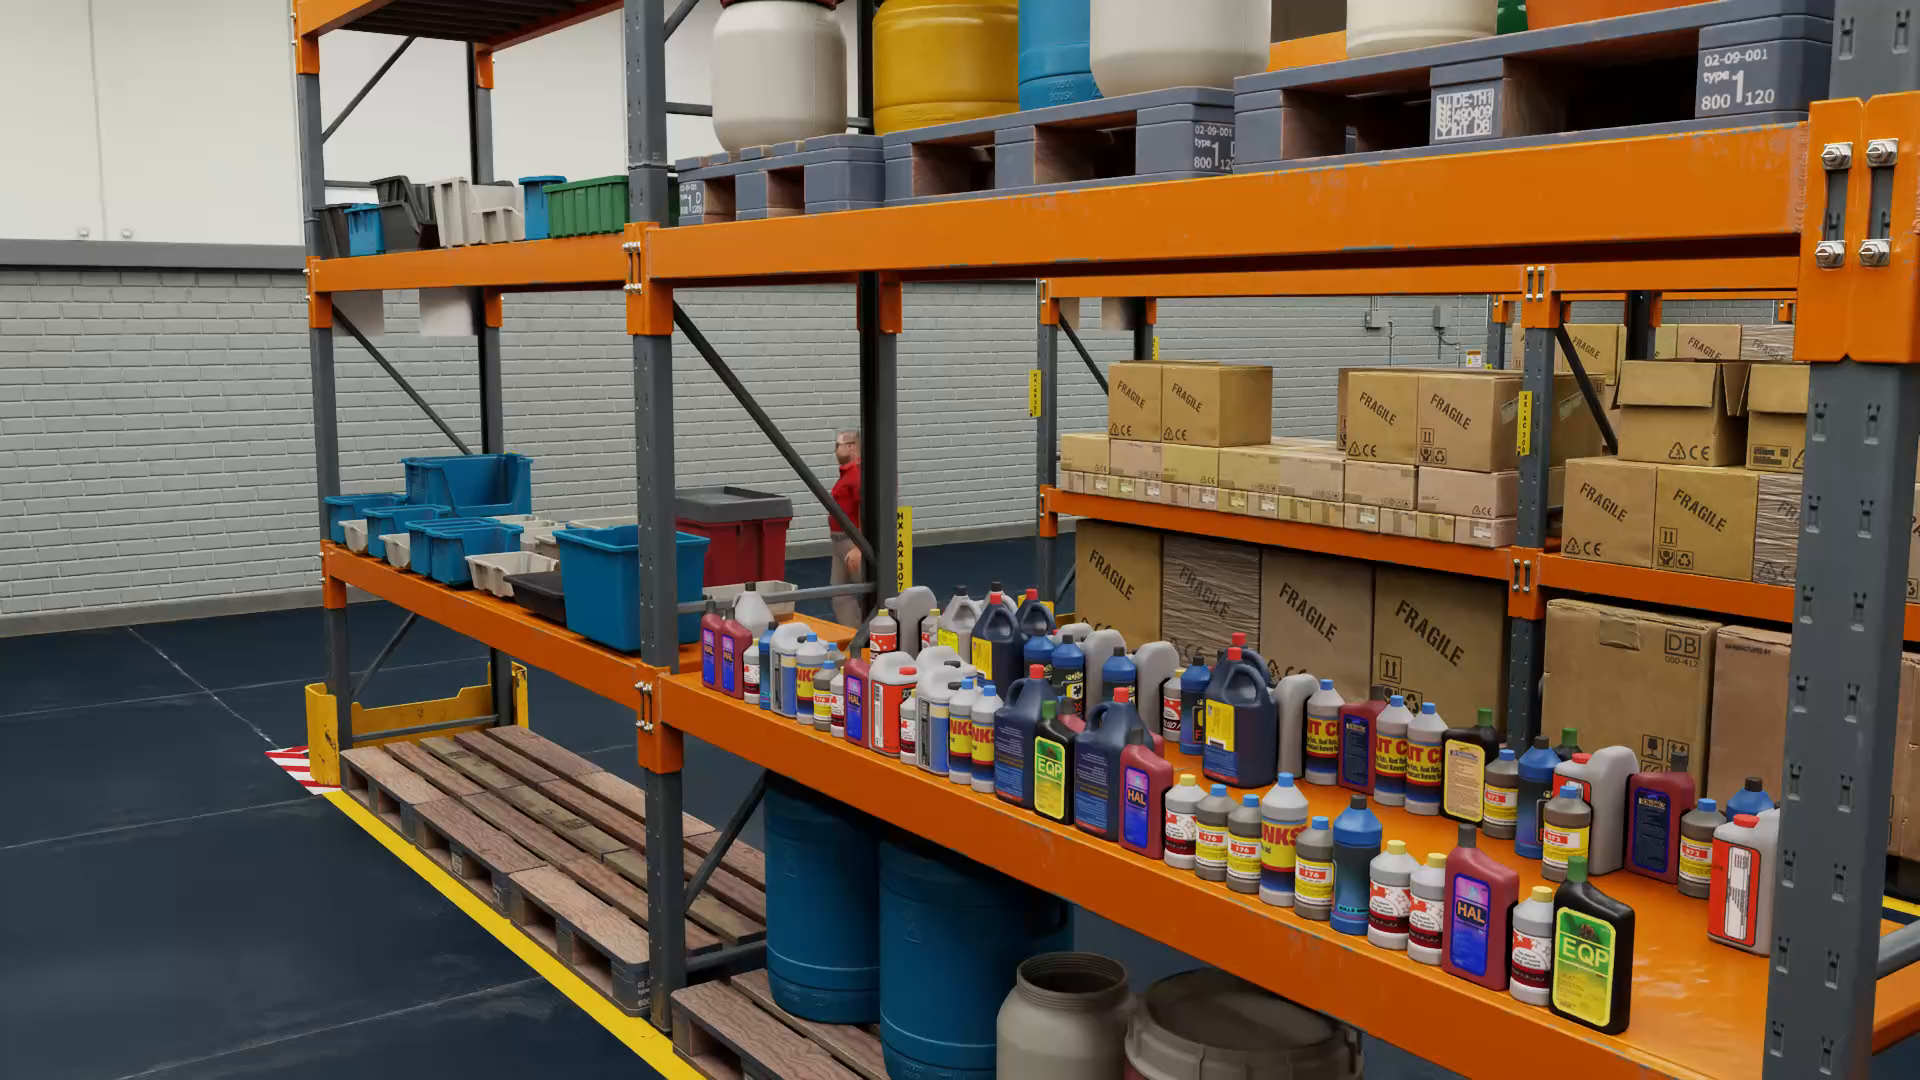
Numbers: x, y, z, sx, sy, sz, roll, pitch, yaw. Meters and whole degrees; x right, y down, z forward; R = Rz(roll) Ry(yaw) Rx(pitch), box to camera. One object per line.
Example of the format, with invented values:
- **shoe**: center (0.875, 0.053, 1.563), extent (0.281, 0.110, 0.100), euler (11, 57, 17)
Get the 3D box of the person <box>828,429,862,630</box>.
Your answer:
- **person**: center (-0.678, 0.063, 11.934), extent (0.637, 1.716, 0.602), euler (-2, 8, -16)
